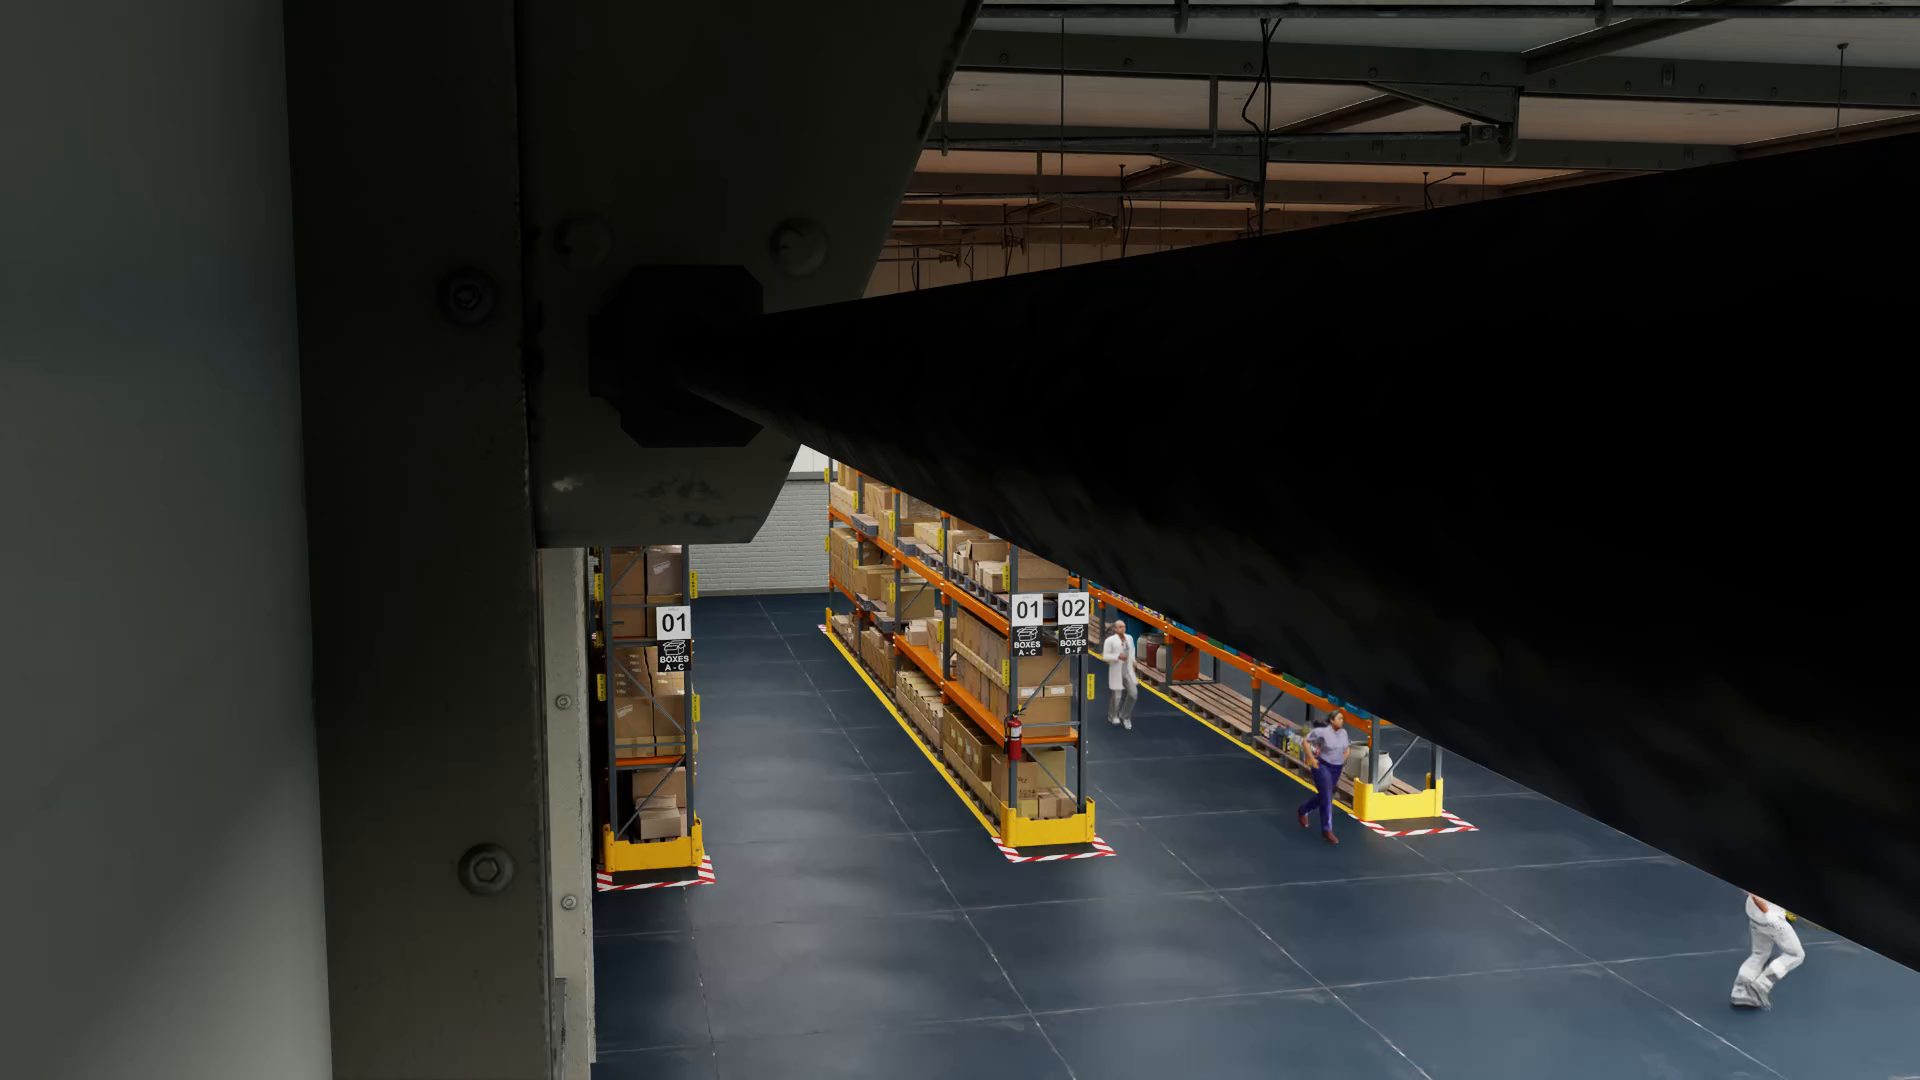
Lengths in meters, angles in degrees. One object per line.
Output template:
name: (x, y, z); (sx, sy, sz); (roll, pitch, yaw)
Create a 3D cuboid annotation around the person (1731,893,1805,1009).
person: (7.693, 3.579, 15.745); (0.650, 1.743, 0.646); (0, 7, 3)

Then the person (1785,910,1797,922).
person: (9.254, 3.337, 17.829); (0.957, 1.762, 0.689); (1, 7, 10)

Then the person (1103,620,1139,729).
person: (2.663, 2.223, 27.313); (0.688, 1.814, 0.755); (-2, 7, -20)

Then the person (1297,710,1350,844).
person: (4.761, 2.986, 21.428); (0.646, 1.594, 0.918); (-4, 8, -30)
